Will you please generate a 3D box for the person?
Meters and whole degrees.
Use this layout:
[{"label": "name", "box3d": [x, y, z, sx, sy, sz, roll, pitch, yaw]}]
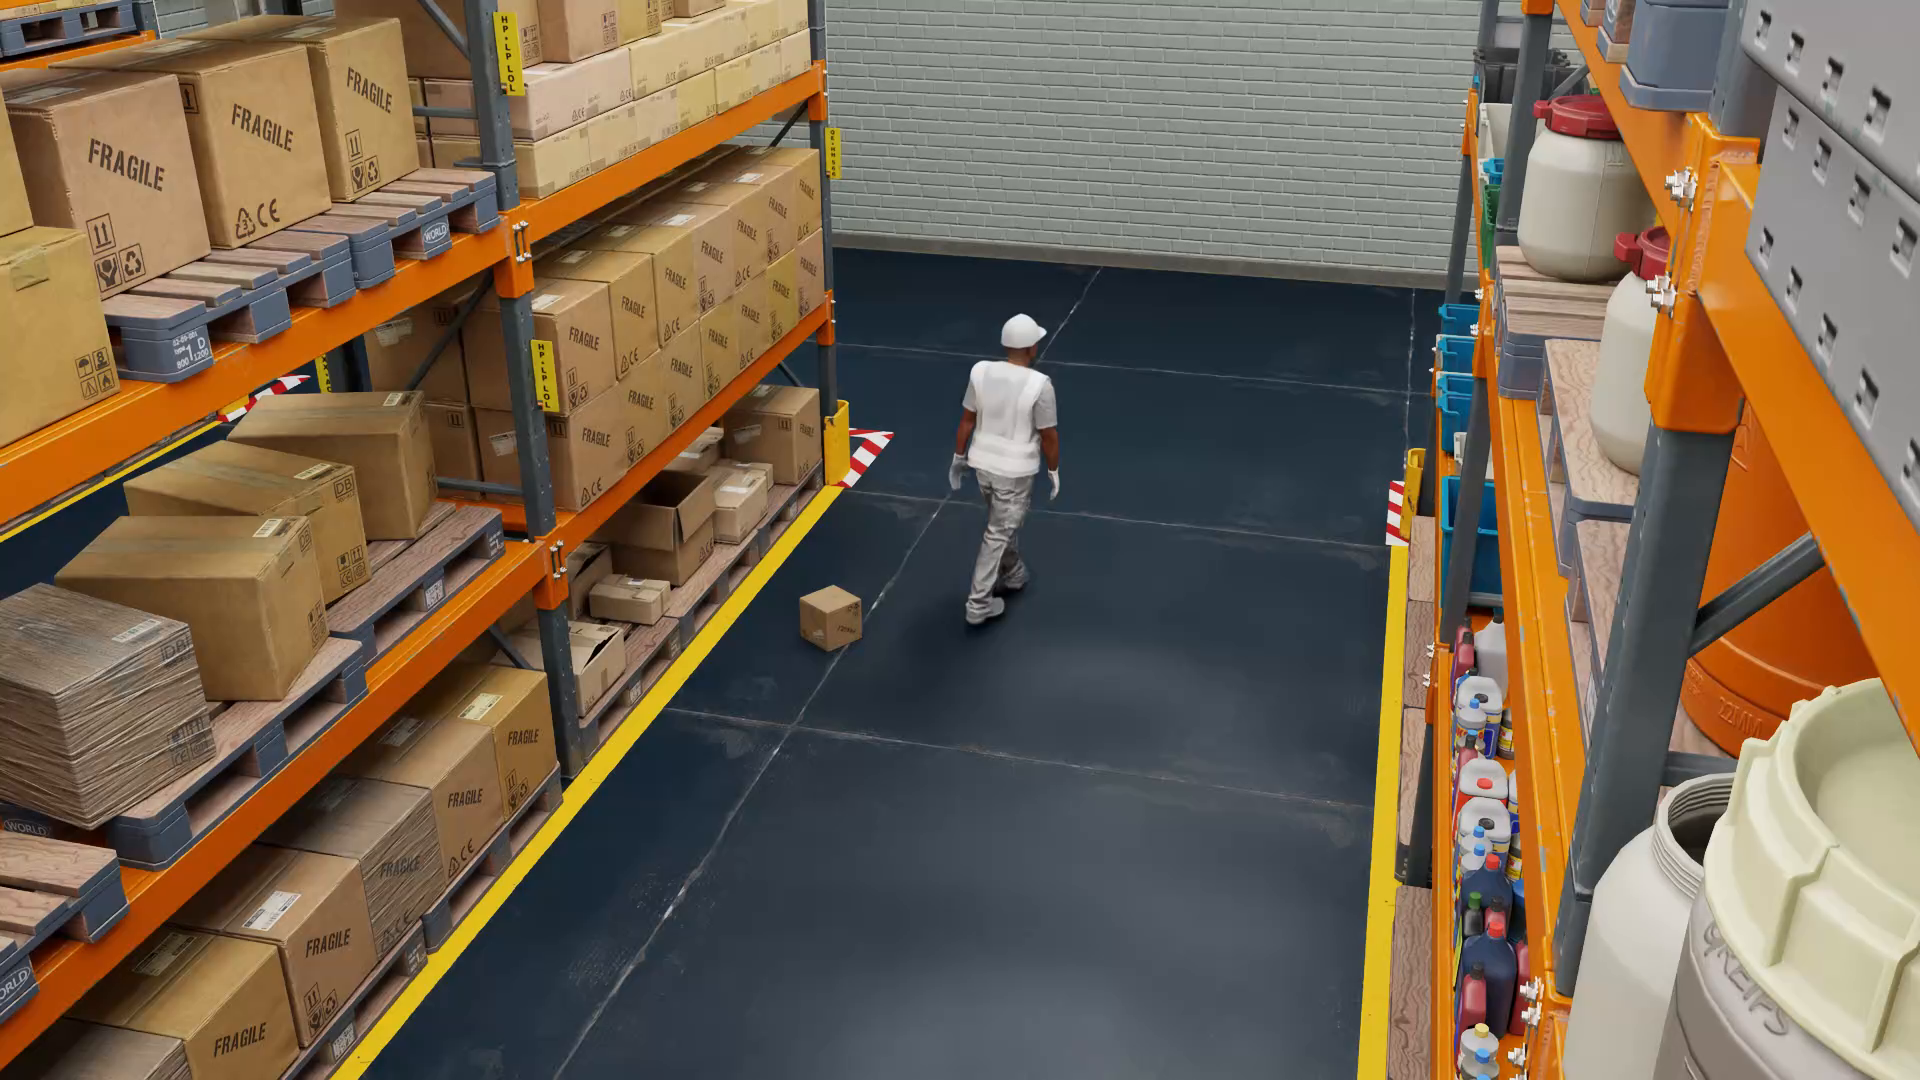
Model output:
[{"label": "person", "box3d": [0.296, -0.416, 9.480, 0.592, 1.778, 0.795, 19, 31, 35]}]
